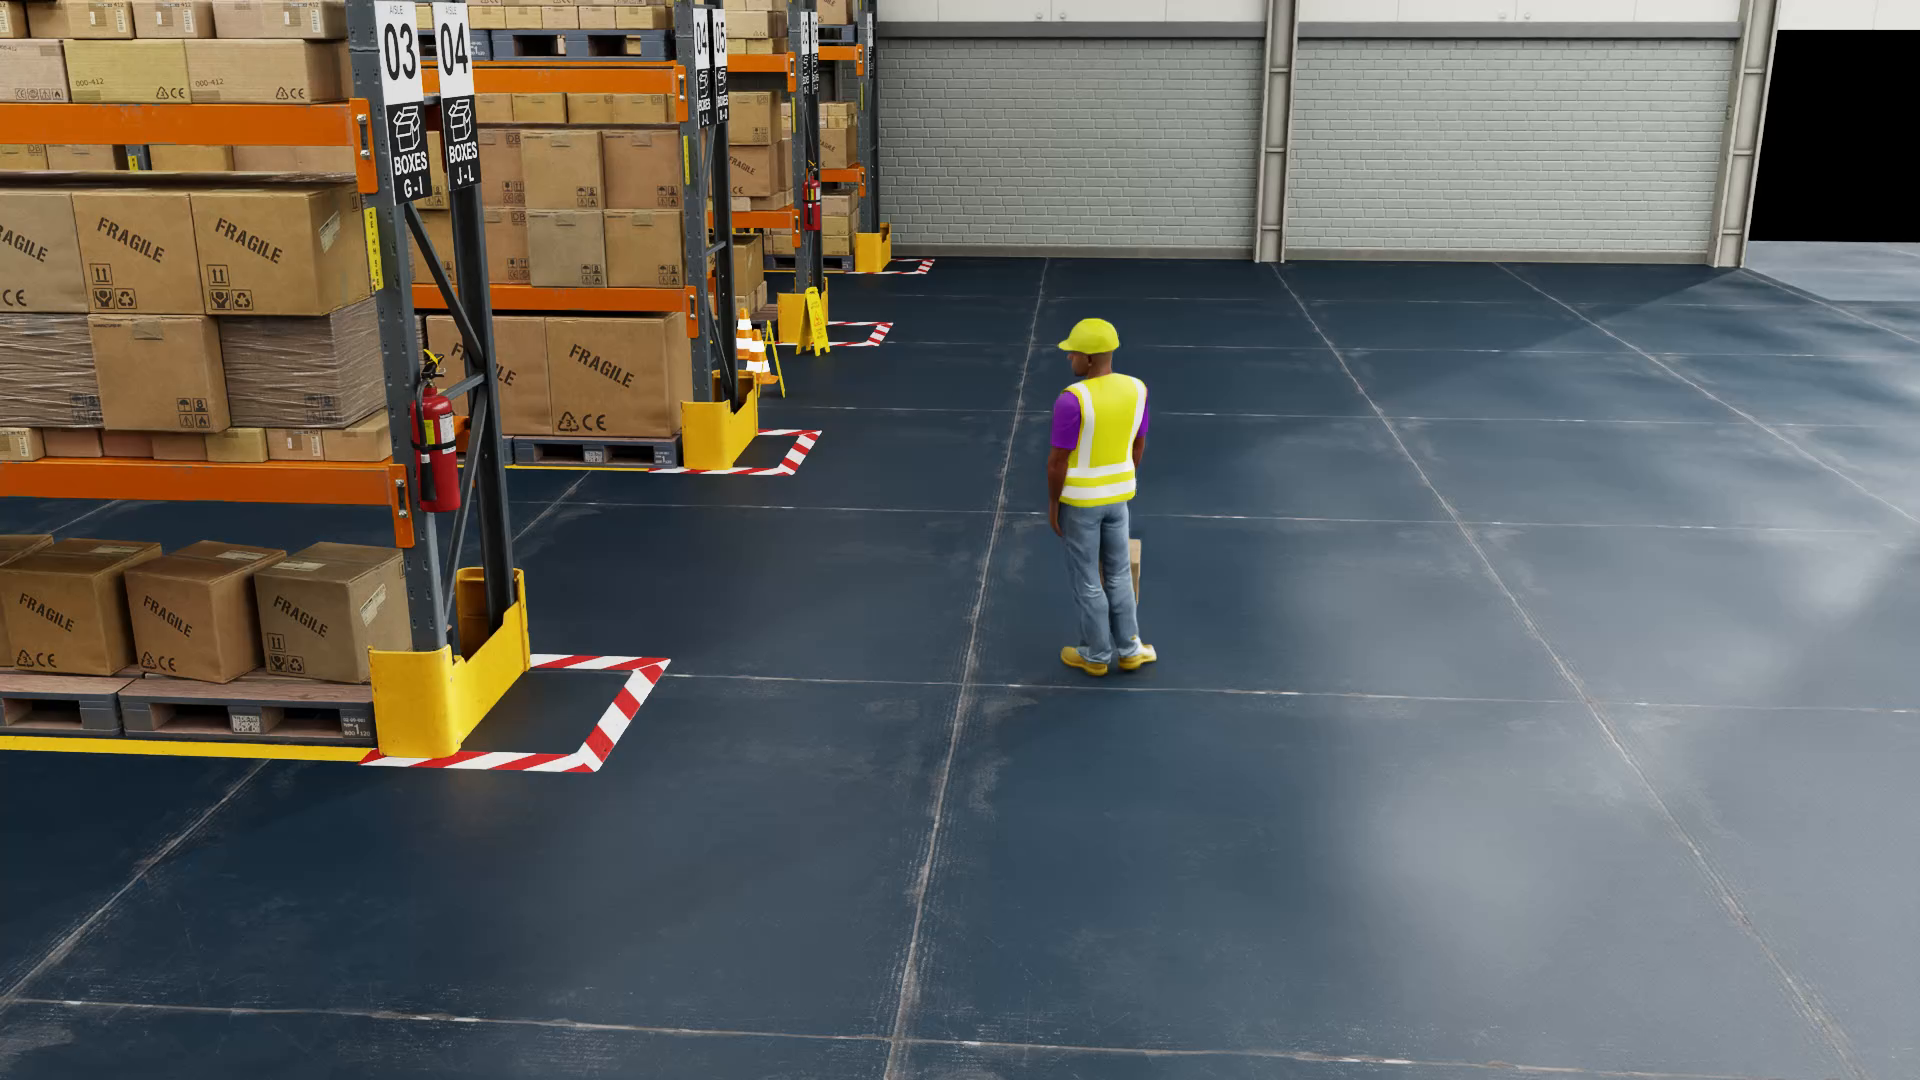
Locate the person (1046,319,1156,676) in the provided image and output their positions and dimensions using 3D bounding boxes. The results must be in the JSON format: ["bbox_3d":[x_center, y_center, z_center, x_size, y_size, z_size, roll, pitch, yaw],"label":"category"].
[{"bbox_3d":[0.683,-0.217,8.143,0.671,1.768,0.396,-10,20,-29],"label":"person"}]
